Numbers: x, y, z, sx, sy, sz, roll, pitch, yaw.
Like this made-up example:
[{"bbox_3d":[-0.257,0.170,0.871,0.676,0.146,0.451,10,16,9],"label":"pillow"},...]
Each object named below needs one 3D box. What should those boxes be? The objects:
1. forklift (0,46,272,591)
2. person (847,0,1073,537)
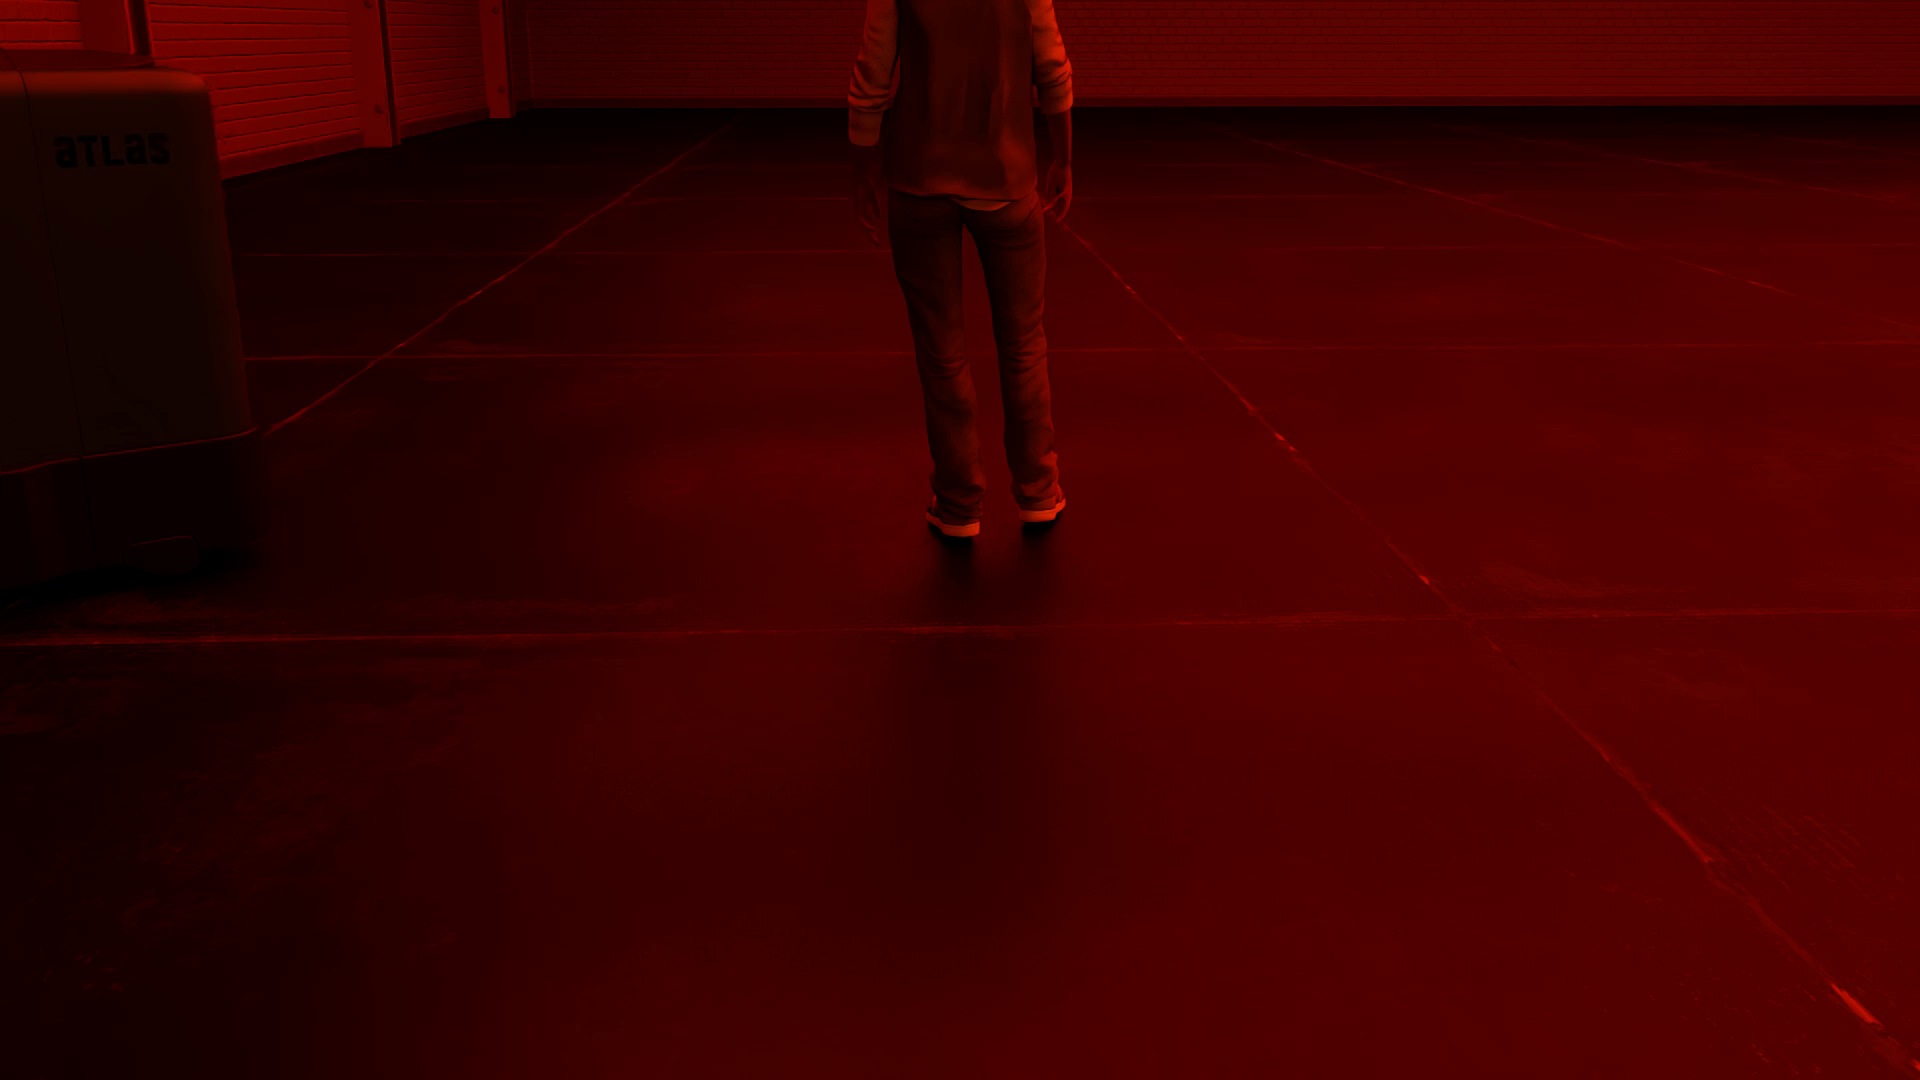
[{"bbox_3d":[-3.018,-1.189,2.794,3.031,2.935,1.130,-13,21,-36],"label":"forklift"},{"bbox_3d":[0.011,-0.792,3.753,0.520,1.597,0.475,-1,17,-3],"label":"person"}]
